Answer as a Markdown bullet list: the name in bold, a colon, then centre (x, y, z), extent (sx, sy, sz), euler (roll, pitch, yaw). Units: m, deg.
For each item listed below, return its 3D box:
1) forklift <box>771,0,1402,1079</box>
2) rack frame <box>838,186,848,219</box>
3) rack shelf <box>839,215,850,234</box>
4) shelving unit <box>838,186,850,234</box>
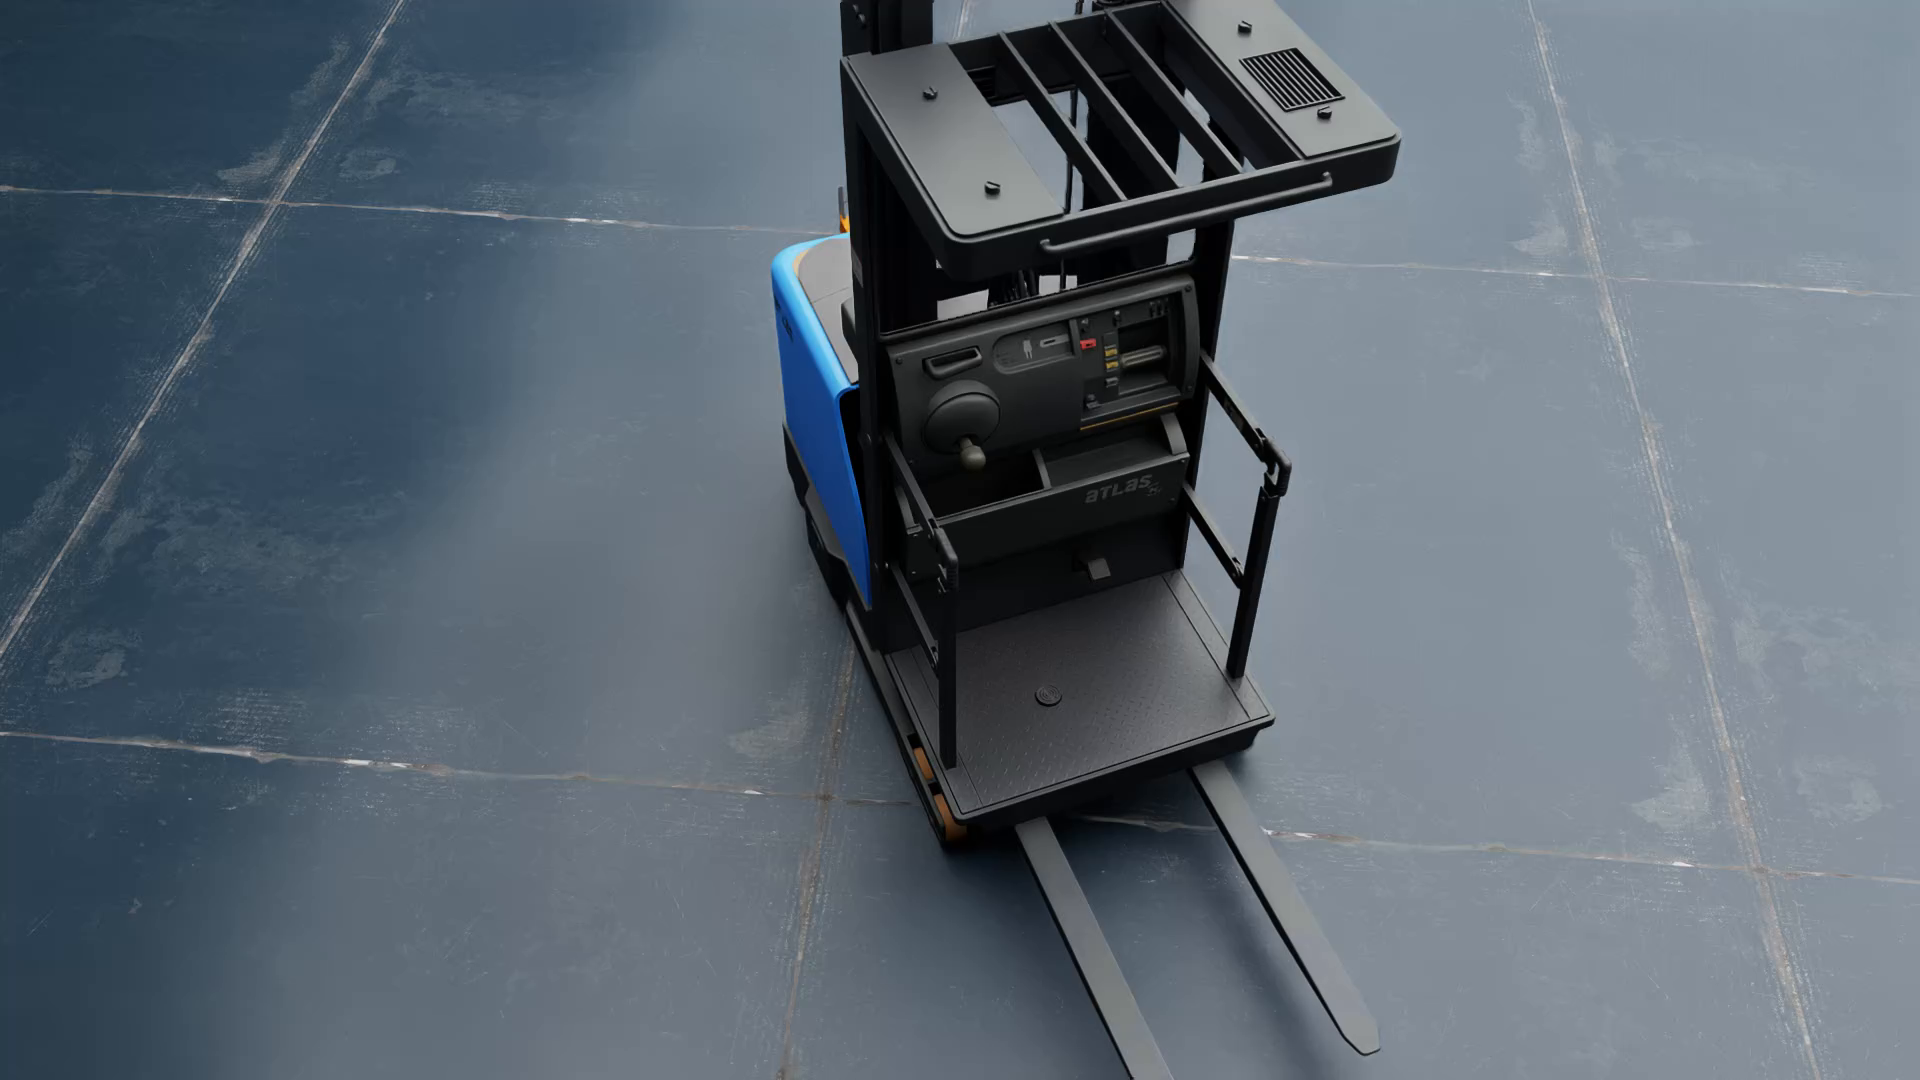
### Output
- **forklift**: centre (0.330, -0.374, 4.605), extent (1.130, 2.935, 3.031), euler (-16, 49, -14)
- **rack frame**: centre (-0.346, -0.944, 6.402), extent (0.200, 1.050, 0.008), euler (-16, 49, -14)
- **rack shelf**: centre (-0.303, -1.044, 6.123), extent (0.215, 0.259, 0.240), euler (-16, 49, -14)
- **shelving unit**: centre (-0.303, -0.860, 6.325), extent (0.215, 1.050, 0.252), euler (-16, 49, -14)
